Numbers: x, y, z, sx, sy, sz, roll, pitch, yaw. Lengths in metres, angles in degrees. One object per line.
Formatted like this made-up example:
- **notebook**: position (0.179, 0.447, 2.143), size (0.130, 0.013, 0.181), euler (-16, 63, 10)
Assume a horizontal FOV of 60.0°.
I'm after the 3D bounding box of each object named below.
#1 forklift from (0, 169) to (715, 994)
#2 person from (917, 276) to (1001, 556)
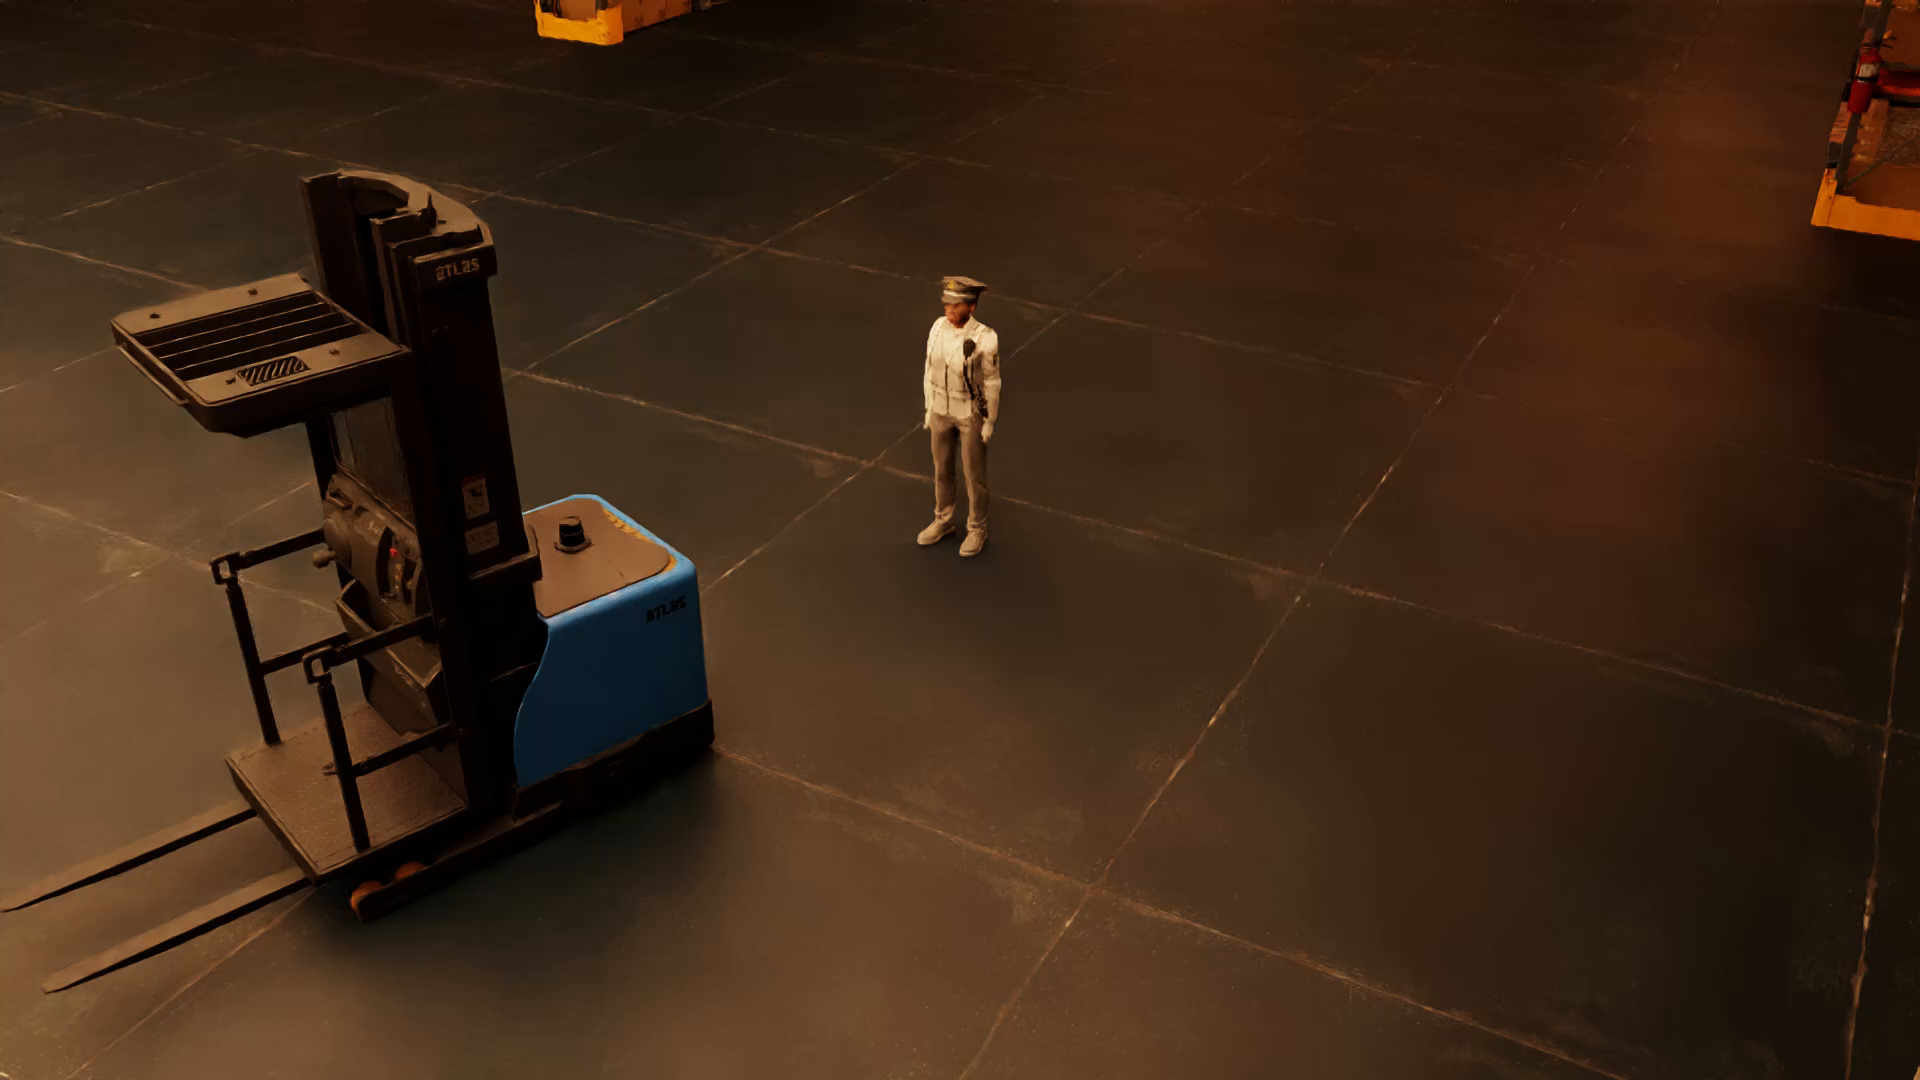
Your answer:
- **forklift**: position (-2.649, 0.070, 6.949), size (3.031, 2.935, 1.130), euler (-24, 37, -35)
- **person**: position (-0.006, -0.723, 9.569), size (0.463, 1.692, 0.337), euler (15, 33, 25)
